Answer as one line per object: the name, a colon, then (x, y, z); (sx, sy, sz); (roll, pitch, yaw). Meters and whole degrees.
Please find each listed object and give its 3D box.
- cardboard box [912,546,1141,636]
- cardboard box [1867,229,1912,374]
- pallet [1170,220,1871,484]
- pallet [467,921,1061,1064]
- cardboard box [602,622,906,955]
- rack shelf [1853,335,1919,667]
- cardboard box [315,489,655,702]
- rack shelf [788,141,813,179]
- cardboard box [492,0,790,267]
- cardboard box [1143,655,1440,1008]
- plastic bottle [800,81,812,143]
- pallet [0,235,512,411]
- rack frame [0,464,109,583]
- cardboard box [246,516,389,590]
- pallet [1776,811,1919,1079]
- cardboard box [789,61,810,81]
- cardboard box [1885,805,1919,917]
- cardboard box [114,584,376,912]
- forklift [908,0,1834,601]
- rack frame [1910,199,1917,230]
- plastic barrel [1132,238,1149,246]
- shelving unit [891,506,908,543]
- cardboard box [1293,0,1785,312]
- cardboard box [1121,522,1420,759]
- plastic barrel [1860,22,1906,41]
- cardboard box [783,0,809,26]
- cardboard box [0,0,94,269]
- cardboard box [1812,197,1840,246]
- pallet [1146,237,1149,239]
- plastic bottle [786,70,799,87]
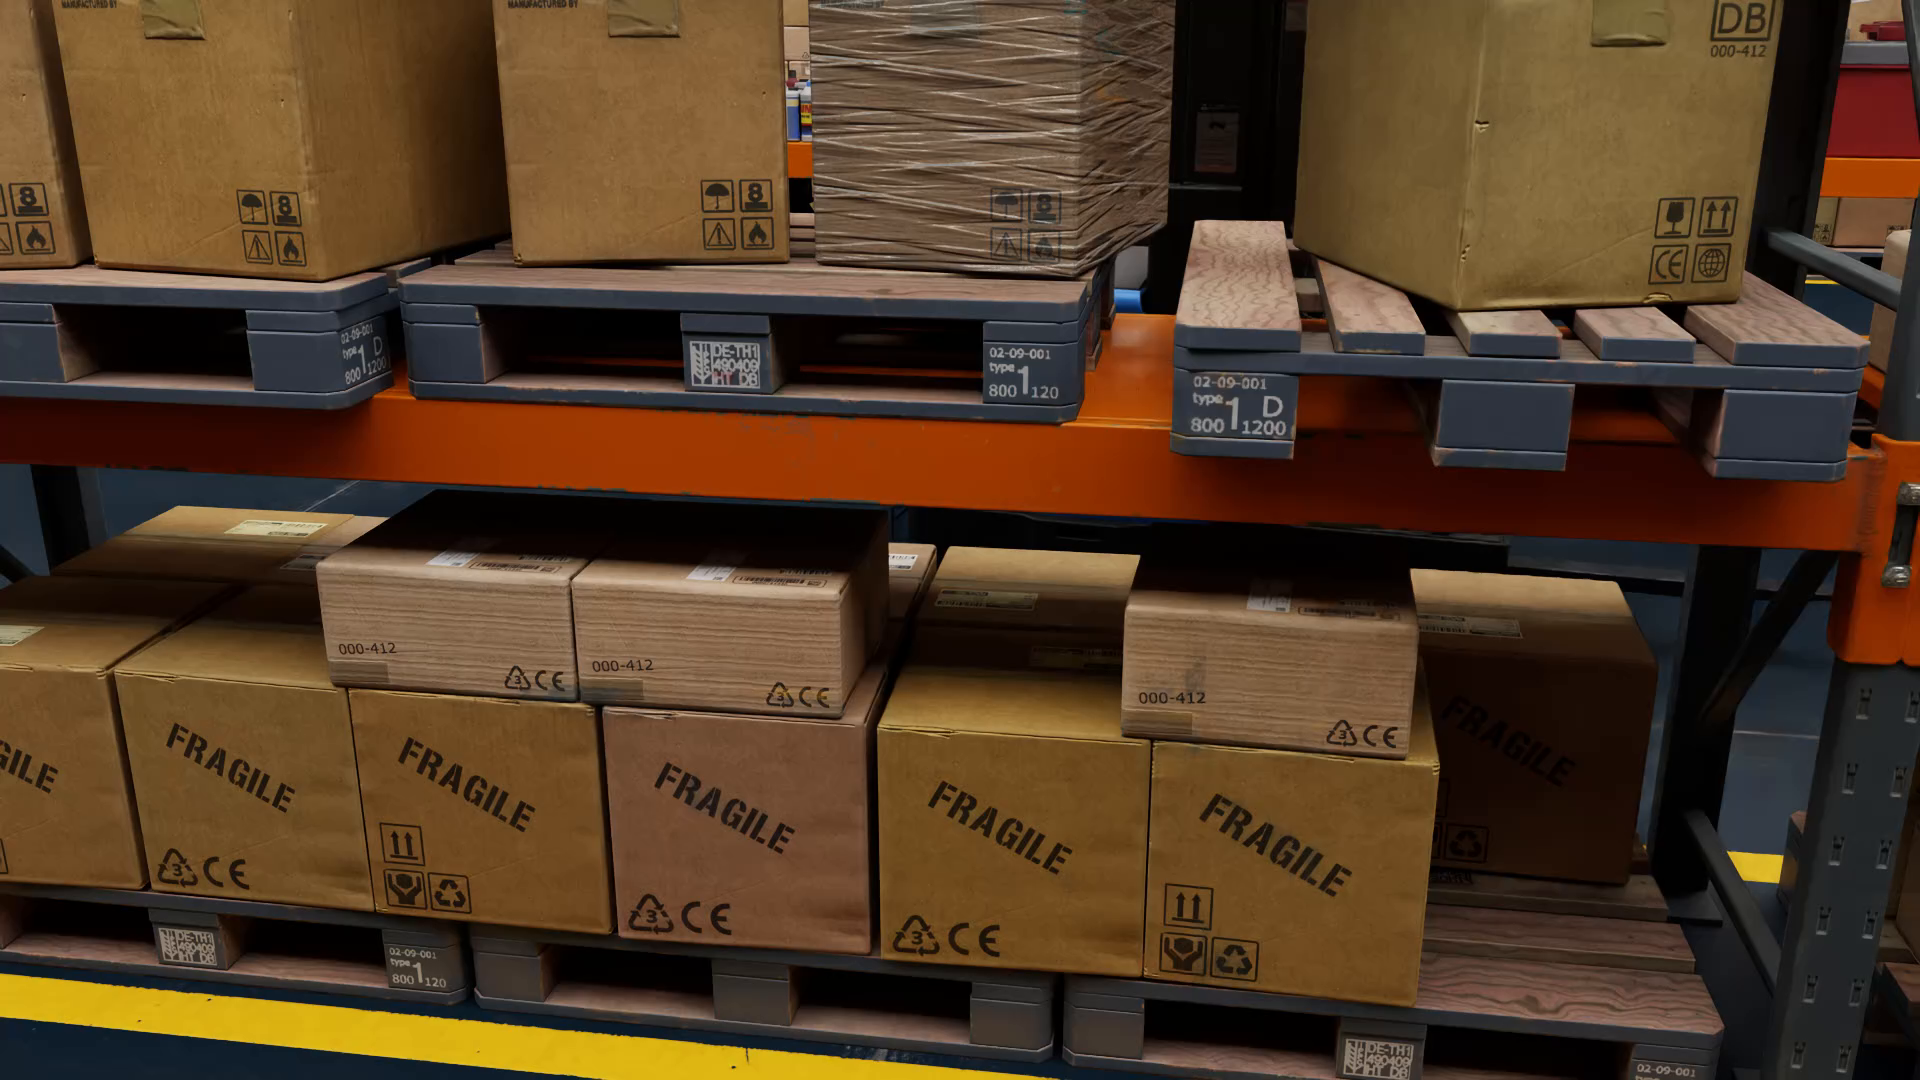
cardboard box: (0.182, 0.339, 3.808); (0.500, 0.500, 0.500); (3, 19, 8)
cardboard box: (1.950, -0.399, 2.910); (0.500, 0.311, 0.500); (4, 19, 12)
pallet: (0.918, -0.395, 3.058); (1.003, 0.211, 1.213); (3, 19, 9)
pallet: (-0.334, 0.737, 3.767); (1.213, 0.211, 1.003); (3, 19, 9)
cardboard box: (-0.393, 0.479, 3.390); (0.500, 0.500, 0.500); (2, 19, 7)
rack shelf: (3.573, -0.032, 2.805); (4.000, 0.370, 1.077); (3, 19, 9)
cardboard box: (-0.925, 0.097, 3.349); (0.500, 0.250, 0.500); (3, 19, 9)
rack shelf: (0.413, -1.785, 8.044); (4.000, 0.370, 1.077); (3, 19, 9)
cardboard box: (-0.597, -0.852, 3.303); (0.500, 0.500, 0.700); (-2, 19, -5)
cardboard box: (0.637, 0.530, 3.239); (0.500, 0.500, 0.500); (4, 19, 11)
plastic bottle: (-0.694, -1.990, 7.726); (0.097, 0.271, 0.097); (0, 18, 0)
pallet: (-1.580, -0.509, 3.401); (1.213, 0.211, 1.003); (3, 19, 9)
rack frame: (-2.351, -0.675, 3.593); (0.127, 3.000, 1.000); (3, 19, 9)
cardboard box: (-1.332, 0.264, 4.032); (0.500, 0.500, 0.500); (3, 19, 9)
pallet: (2.405, 0.902, 3.273); (1.213, 0.211, 1.003); (3, 19, 9)
cardboard box: (-1.129, -3.572, 12.647); (0.250, 0.149, 0.380); (3, 19, 9)
cardboard box: (2.156, 0.581, 3.510); (0.500, 0.250, 0.500); (3, 19, 10)
cardboard box: (-1.384, 0.426, 3.549); (0.500, 0.500, 0.500); (3, 19, 9)
forklift: (1.394, -1.241, 5.392); (3.031, 2.935, 1.130); (5, 19, 16)
rack frame: (7.122, -3.376, 11.665); (0.127, 3.000, 1.000); (3, 19, 9)
plastic barrel: (0.787, -1.157, 8.172); (0.708, 0.588, 0.600); (3, 19, 9)
shelving unit: (-0.134, -0.584, 6.157); (0.189, 1.200, 0.258); (5, 19, 16)
cardboard box: (0.958, -0.717, 2.898); (0.500, 0.500, 0.700); (-3, 19, -10)
cardboard box: (0.581, 0.172, 3.125); (0.500, 0.250, 0.500); (4, 19, 11)
plastic barrel: (4.275, -2.064, 7.530); (0.433, 0.535, 0.433); (0, 18, 0)
cardboard box: (-1.273, -4.143, 12.544); (0.500, 0.500, 0.500); (3, 19, 10)
cardboard box: (-1.919, -0.828, 3.230); (0.500, 0.500, 0.700); (-3, 19, -10)
cardboard box: (6.052, -2.466, 12.193); (0.500, 0.500, 0.700); (3, 19, 8)
pallet: (1.205, -2.380, 13.084); (1.213, 0.211, 1.003); (3, 19, 9)
plastic bottle: (-0.886, -2.255, 8.500); (0.133, 0.283, 0.061); (3, 19, 9)
